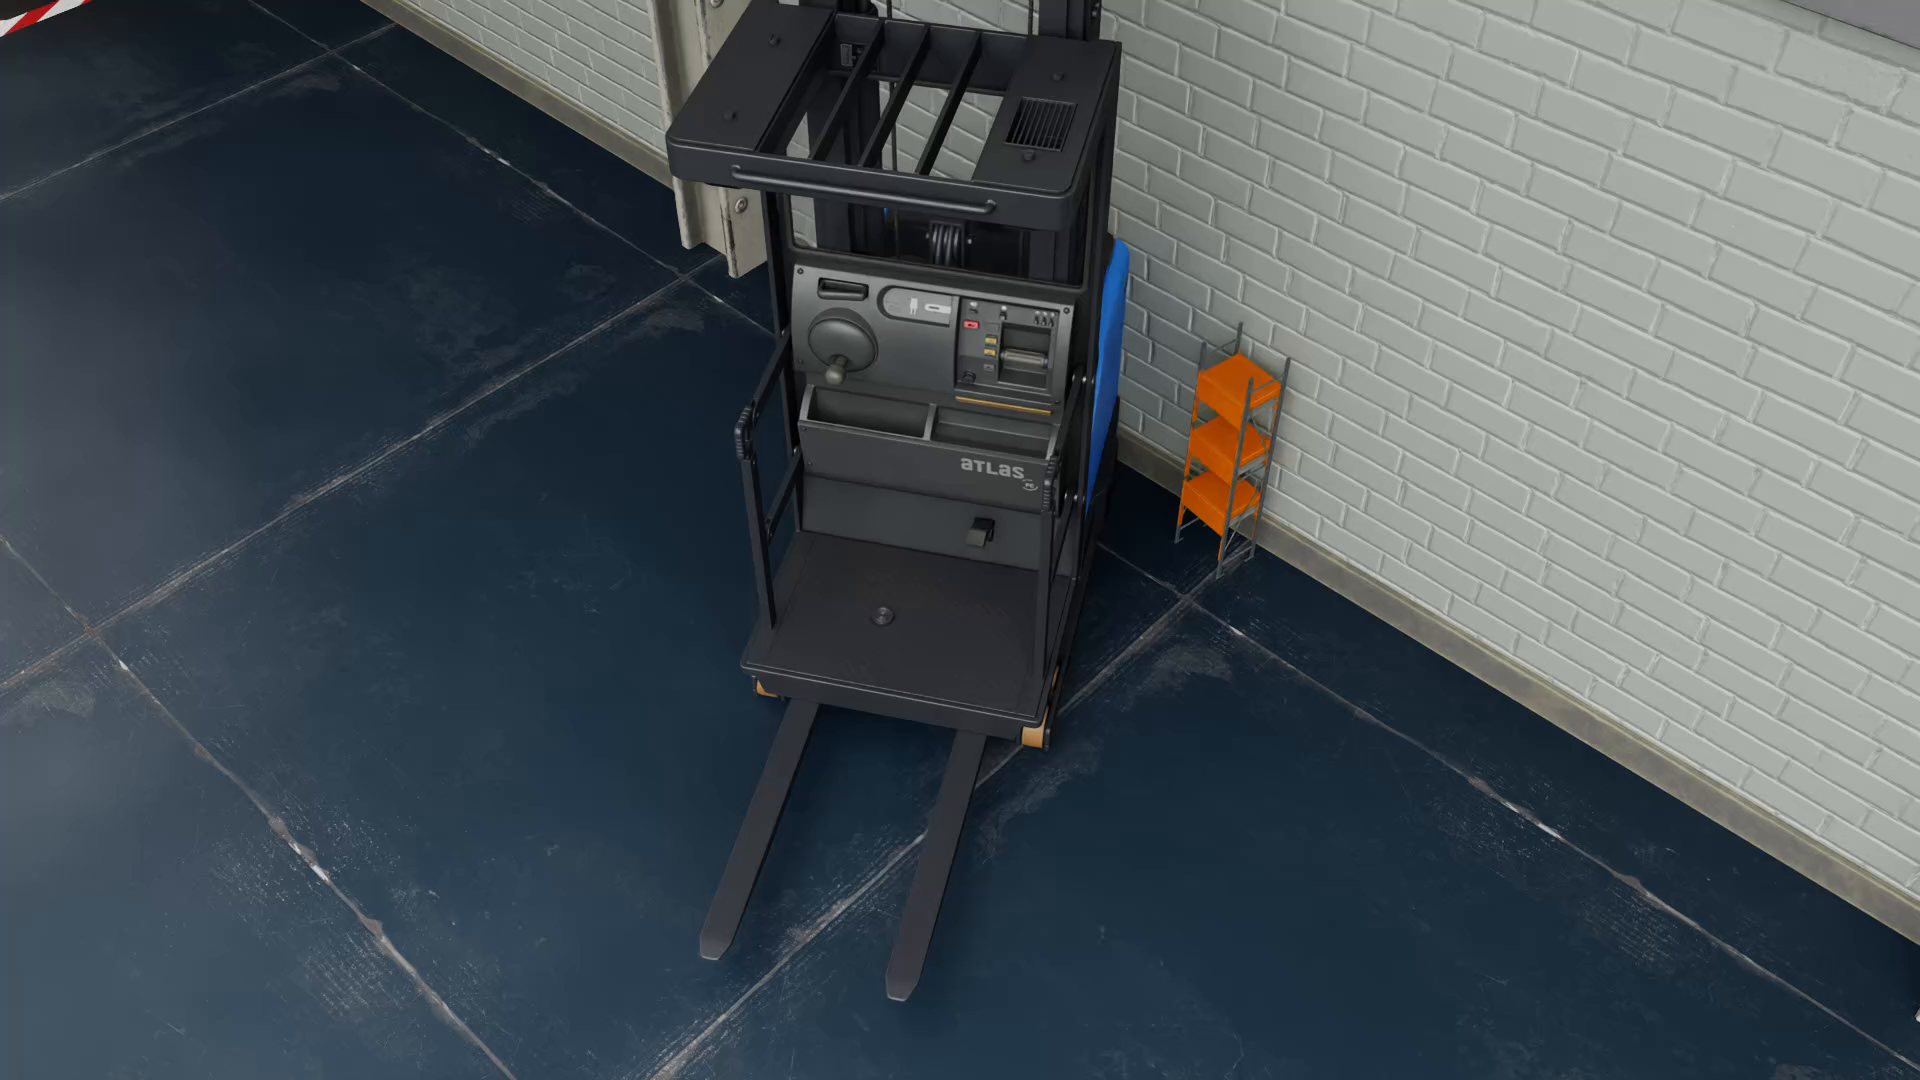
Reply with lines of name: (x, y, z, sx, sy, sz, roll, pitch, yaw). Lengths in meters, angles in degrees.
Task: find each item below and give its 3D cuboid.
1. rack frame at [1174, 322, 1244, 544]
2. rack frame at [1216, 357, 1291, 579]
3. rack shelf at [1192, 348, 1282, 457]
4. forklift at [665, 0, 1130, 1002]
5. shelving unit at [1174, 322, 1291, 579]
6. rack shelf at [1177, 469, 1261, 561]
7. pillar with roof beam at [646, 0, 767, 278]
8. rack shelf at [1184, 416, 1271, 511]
rack frame: (0.951, -0.391, 6.397, 0.200, 1.050, 0.008, -29, 53, -24)
rack frame: (1.098, -0.249, 6.263, 0.200, 1.050, 0.008, -29, 53, -24)
rack shelf: (1.024, -0.507, 6.131, 0.215, 0.259, 0.240, -29, 53, -24)
forklift: (-0.143, -0.562, 5.267, 1.130, 2.935, 3.031, 10, 48, 9)
shelving unit: (1.024, -0.320, 6.330, 0.215, 1.050, 0.252, -29, 53, -24)
rack shelf: (1.024, -0.122, 6.540, 0.215, 0.259, 0.240, -29, 53, -24)
pillar with roof beam: (-4.028, -2.197, 2.640, 0.400, 9.000, 9.100, 34, 55, 28)
rack shelf: (1.024, -0.312, 6.338, 0.215, 0.259, 0.240, -29, 53, -24)
